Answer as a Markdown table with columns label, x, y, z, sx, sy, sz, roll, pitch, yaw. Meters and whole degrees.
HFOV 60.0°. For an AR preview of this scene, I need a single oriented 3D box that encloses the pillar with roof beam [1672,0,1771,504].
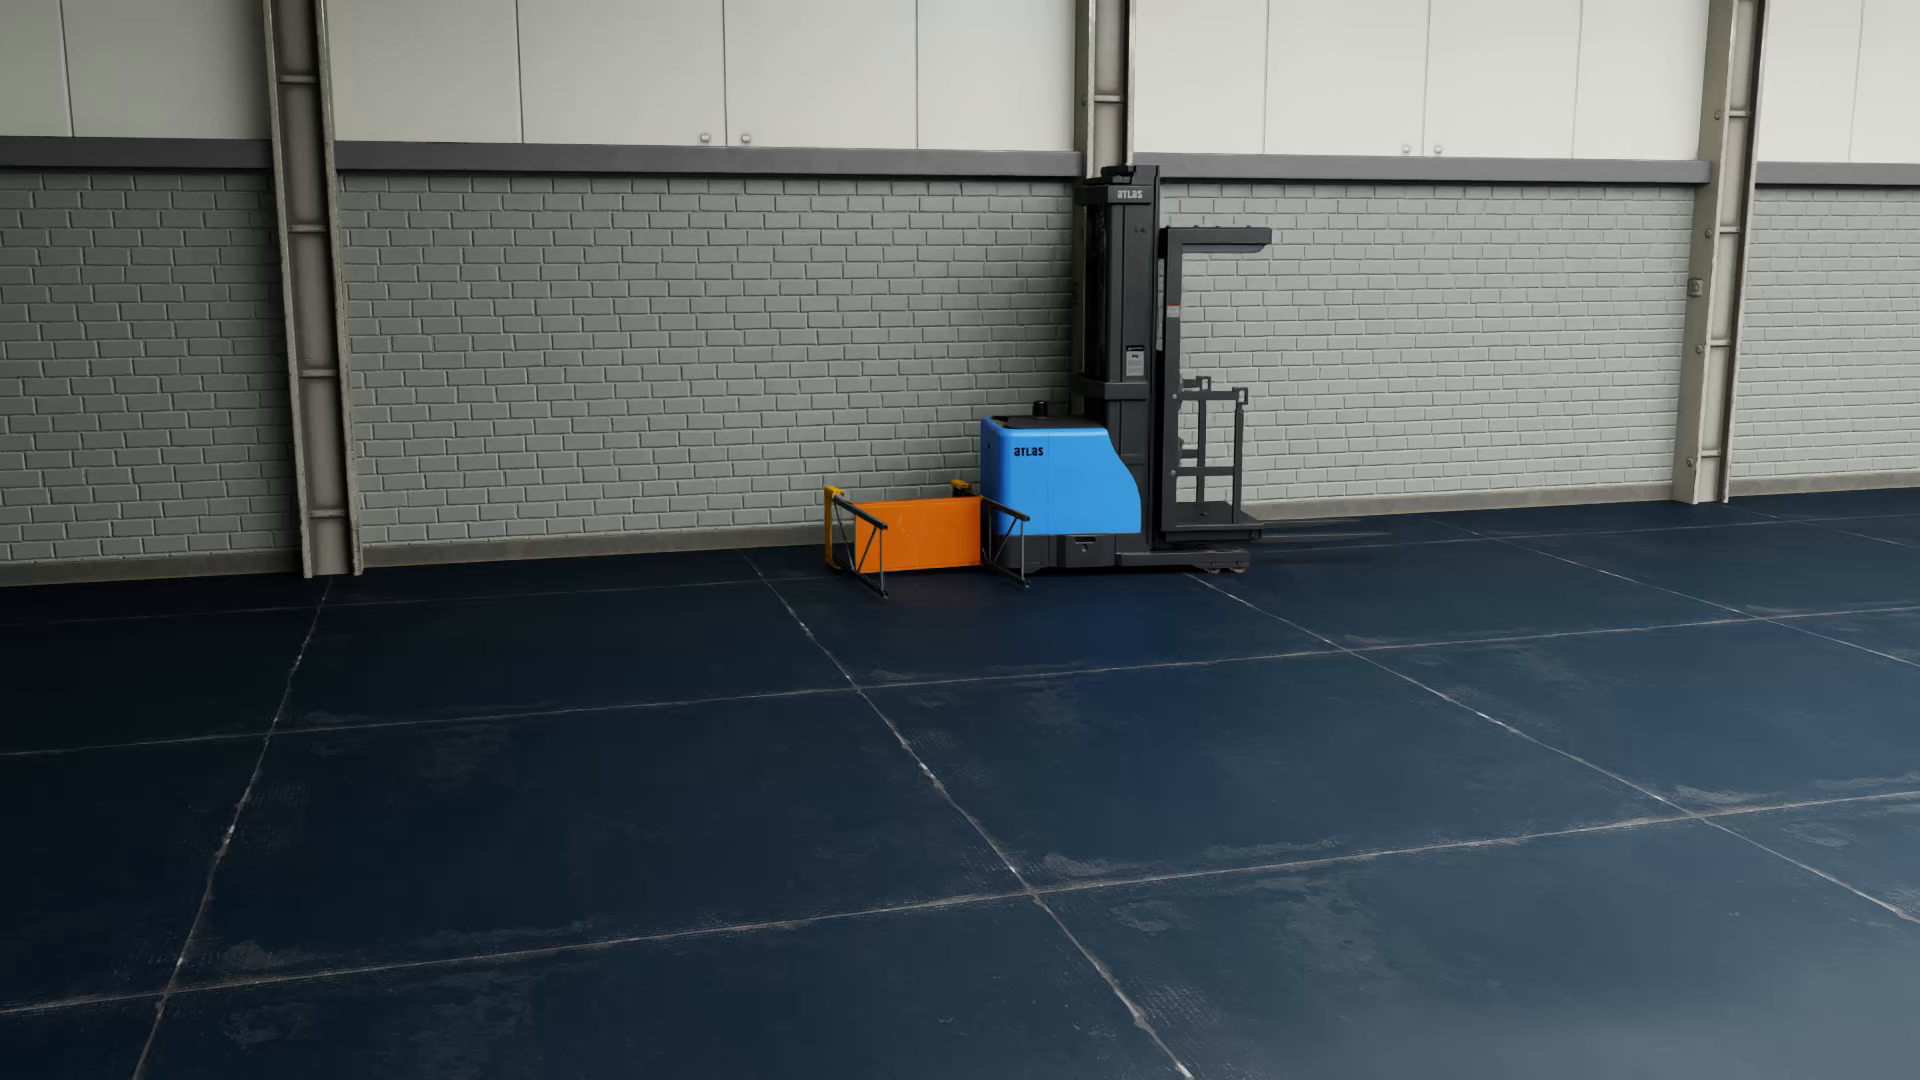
| label | x | y | z | sx | sy | sz | roll | pitch | yaw |
| --- | --- | --- | --- | --- | --- | --- | --- | --- | --- |
| pillar with roof beam | 8.114 | -4.045 | 10.667 | 0.400 | 9.000 | 9.100 | -3 | 11 | -16 |

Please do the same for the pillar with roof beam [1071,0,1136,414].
| label | x | y | z | sx | sy | sz | roll | pitch | yaw |
| --- | --- | --- | --- | --- | --- | --- | --- | --- | --- |
| pillar with roof beam | 2.353 | -3.742 | 9.017 | 0.400 | 9.000 | 9.100 | -3 | 11 | -16 |

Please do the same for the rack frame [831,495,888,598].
| label | x | y | z | sx | sy | sz | roll | pitch | yaw |
| --- | --- | --- | --- | --- | --- | --- | --- | --- | --- |
| rack frame | -0.744 | 0.014 | 11.777 | 0.032 | 0.500 | 1.500 | -4 | 11 | -19 |

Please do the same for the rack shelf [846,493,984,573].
| label | x | y | z | sx | sy | sz | roll | pitch | yaw |
| --- | --- | --- | --- | --- | --- | --- | --- | --- | --- |
| rack shelf | -0.324 | -0.047 | 12.110 | 1.000 | 0.538 | 0.185 | -4 | 11 | -19 |

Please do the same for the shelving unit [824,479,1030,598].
| label | x | y | z | sx | sy | sz | roll | pitch | yaw |
| --- | --- | --- | --- | --- | --- | --- | --- | --- | --- |
| shelving unit | -0.256 | -0.017 | 11.947 | 1.083 | 0.587 | 1.500 | -4 | 11 | -19 |

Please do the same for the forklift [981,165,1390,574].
| label | x | y | z | sx | sy | sz | roll | pitch | yaw |
| --- | --- | --- | --- | --- | --- | --- | --- | --- | --- |
| forklift | 1.703 | -1.291 | 12.465 | 3.031 | 2.935 | 1.130 | -1 | 11 | -7 |

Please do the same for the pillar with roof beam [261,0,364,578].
| label | x | y | z | sx | sy | sz | roll | pitch | yaw |
| --- | --- | --- | --- | --- | --- | --- | --- | --- | --- |
| pillar with roof beam | -3.408 | -3.438 | 7.368 | 0.400 | 9.000 | 9.100 | -3 | 11 | -16 |

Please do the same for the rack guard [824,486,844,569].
| label | x | y | z | sx | sy | sz | roll | pitch | yaw |
| --- | --- | --- | --- | --- | --- | --- | --- | --- | --- |
| rack guard | -0.933 | -0.094 | 12.363 | 0.087 | 0.587 | 0.250 | -4 | 11 | -19 |

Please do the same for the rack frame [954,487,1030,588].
| label | x | y | z | sx | sy | sz | roll | pitch | yaw |
| --- | --- | --- | --- | --- | --- | --- | --- | --- | --- |
| rack frame | 0.215 | -0.047 | 12.110 | 0.032 | 0.500 | 1.500 | -4 | 11 | -19 |

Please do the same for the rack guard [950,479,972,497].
| label | x | y | z | sx | sy | sz | roll | pitch | yaw |
| --- | --- | --- | --- | --- | --- | --- | --- | --- | --- |
| rack guard | 0.006 | -0.154 | 12.689 | 0.087 | 0.587 | 0.250 | -4 | 11 | -19 |
